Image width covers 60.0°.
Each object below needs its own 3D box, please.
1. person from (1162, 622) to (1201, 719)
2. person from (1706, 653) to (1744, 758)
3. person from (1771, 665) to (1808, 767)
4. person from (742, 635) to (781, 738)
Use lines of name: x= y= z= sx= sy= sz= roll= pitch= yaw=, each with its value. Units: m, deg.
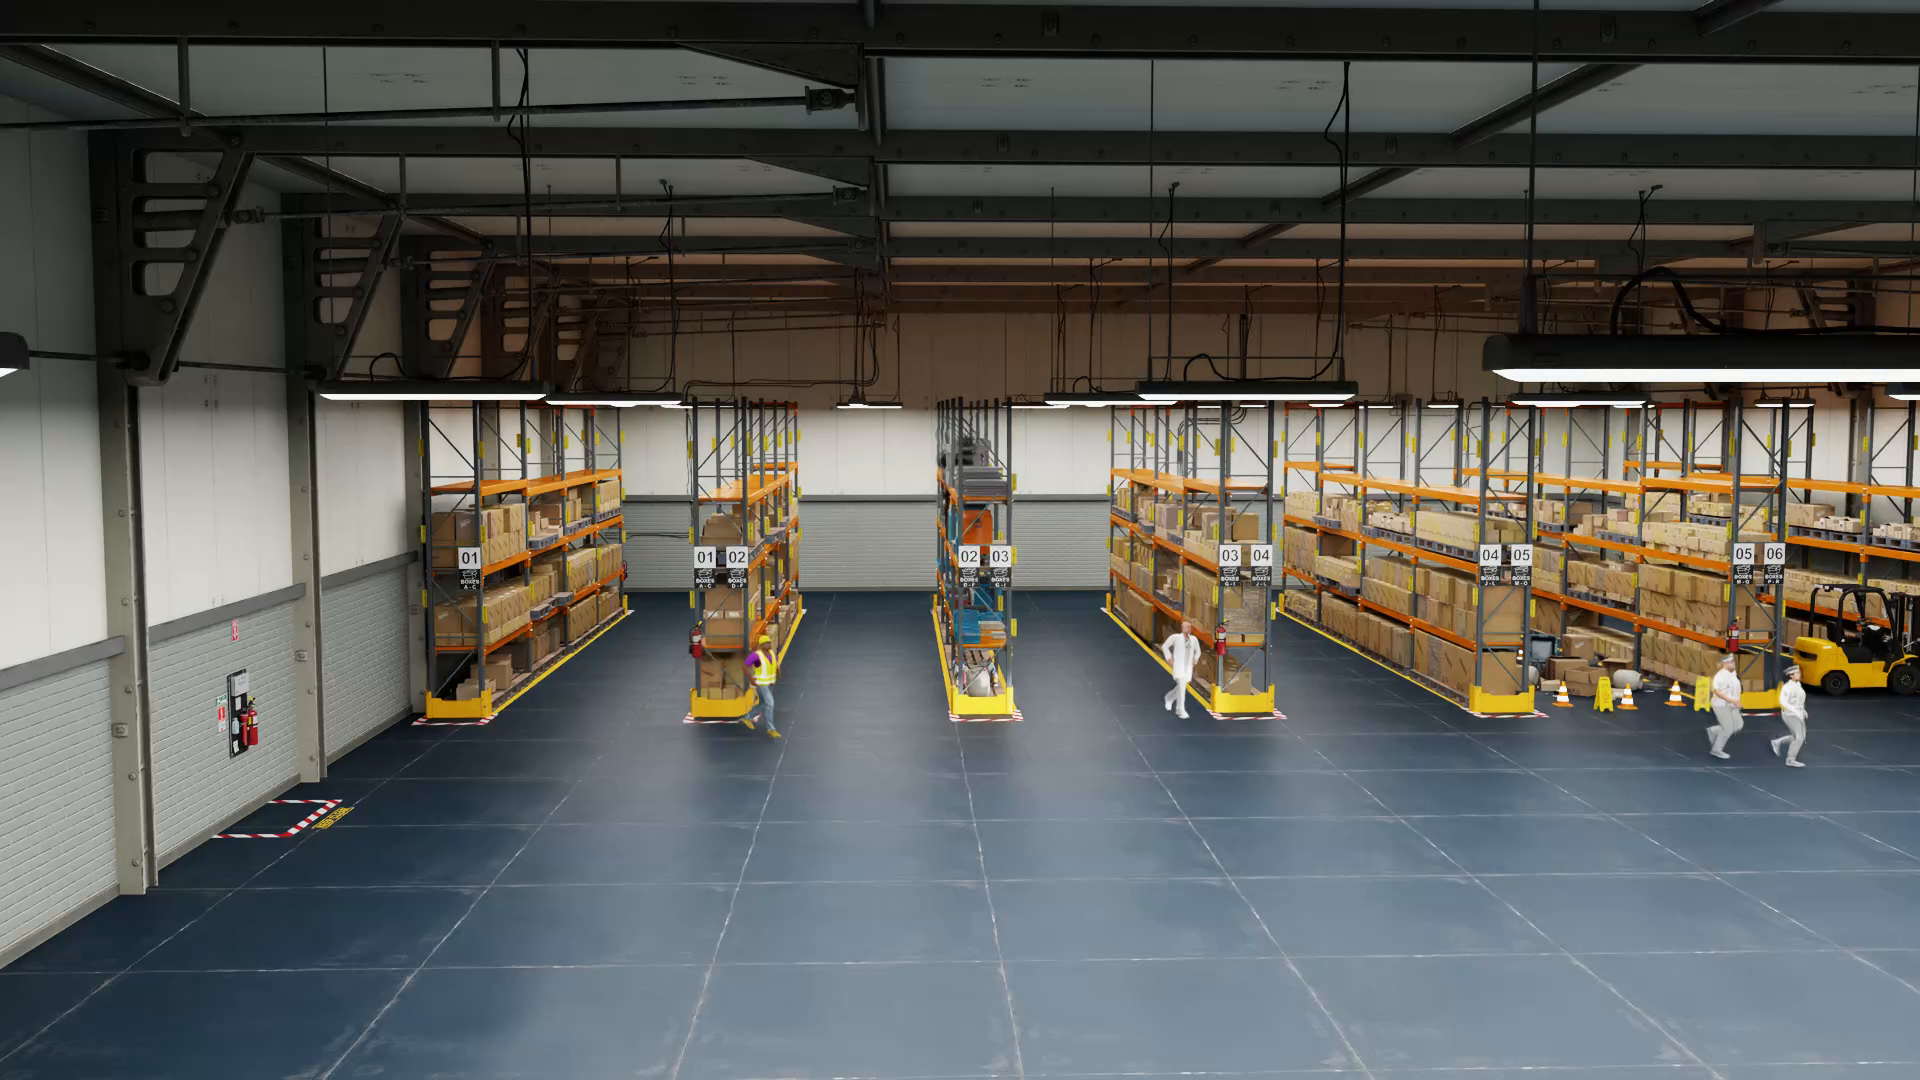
person: x=4.207 y=2.424 z=31.456 sx=0.720 sy=1.772 sz=0.894 roll=-2 pitch=5 yaw=-24
person: x=12.710 y=2.734 z=27.593 sx=0.679 sy=1.743 sz=0.670 roll=-4 pitch=6 yaw=-39
person: x=13.402 y=2.818 z=26.879 sx=0.667 sy=1.643 sz=0.585 roll=-4 pitch=6 yaw=-43
person: x=-3.473 y=2.556 z=29.377 sx=0.919 sy=1.776 sz=0.706 roll=3 pitch=5 yaw=30
